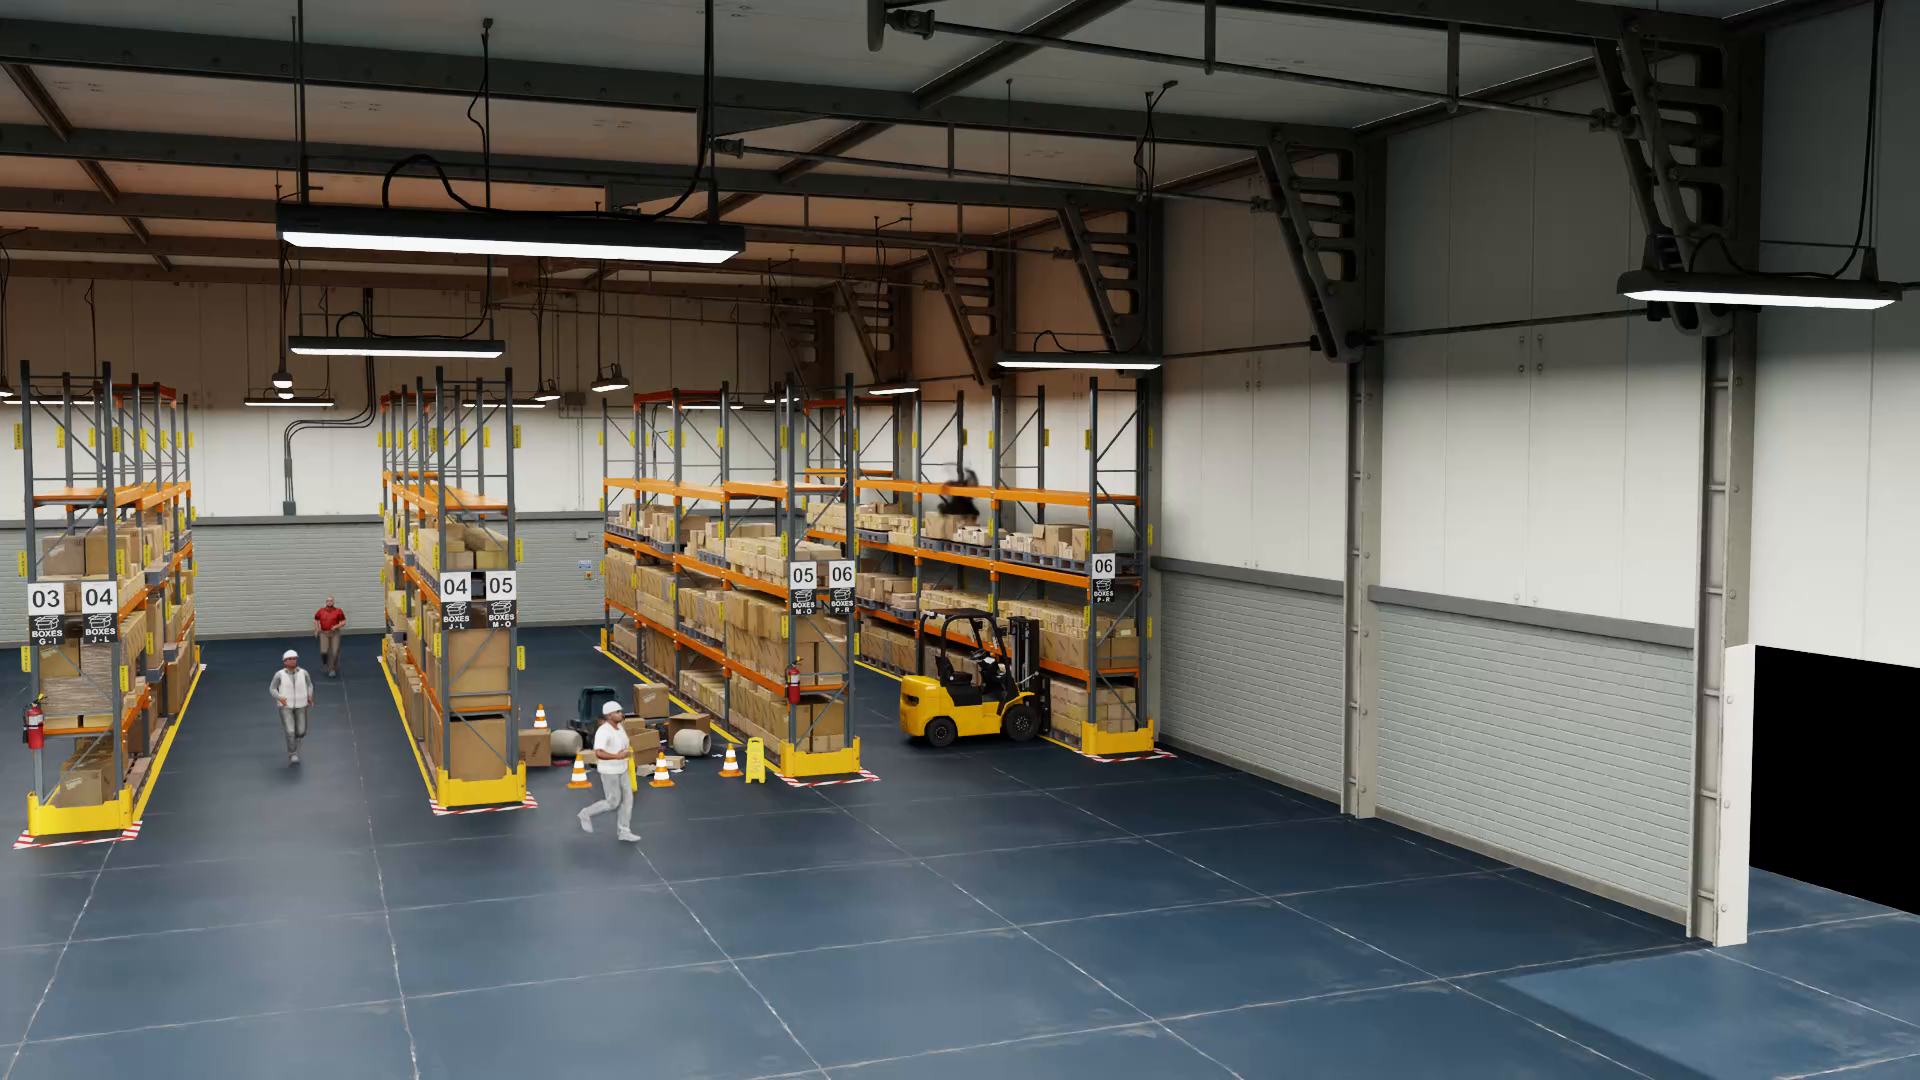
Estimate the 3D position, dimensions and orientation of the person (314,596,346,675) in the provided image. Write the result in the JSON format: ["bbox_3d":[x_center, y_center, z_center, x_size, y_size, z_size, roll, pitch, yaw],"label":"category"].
[{"bbox_3d":[-13.340,2.039,35.200,0.648,1.687,0.590,-1,4,-18],"label":"person"}]

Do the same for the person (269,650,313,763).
[{"bbox_3d":[-10.435,2.585,25.981,0.661,1.733,0.588,-2,4,-33],"label":"person"}]

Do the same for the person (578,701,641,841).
[{"bbox_3d":[-4.360,2.875,20.735,0.822,1.741,0.715,1,4,15],"label":"person"}]
